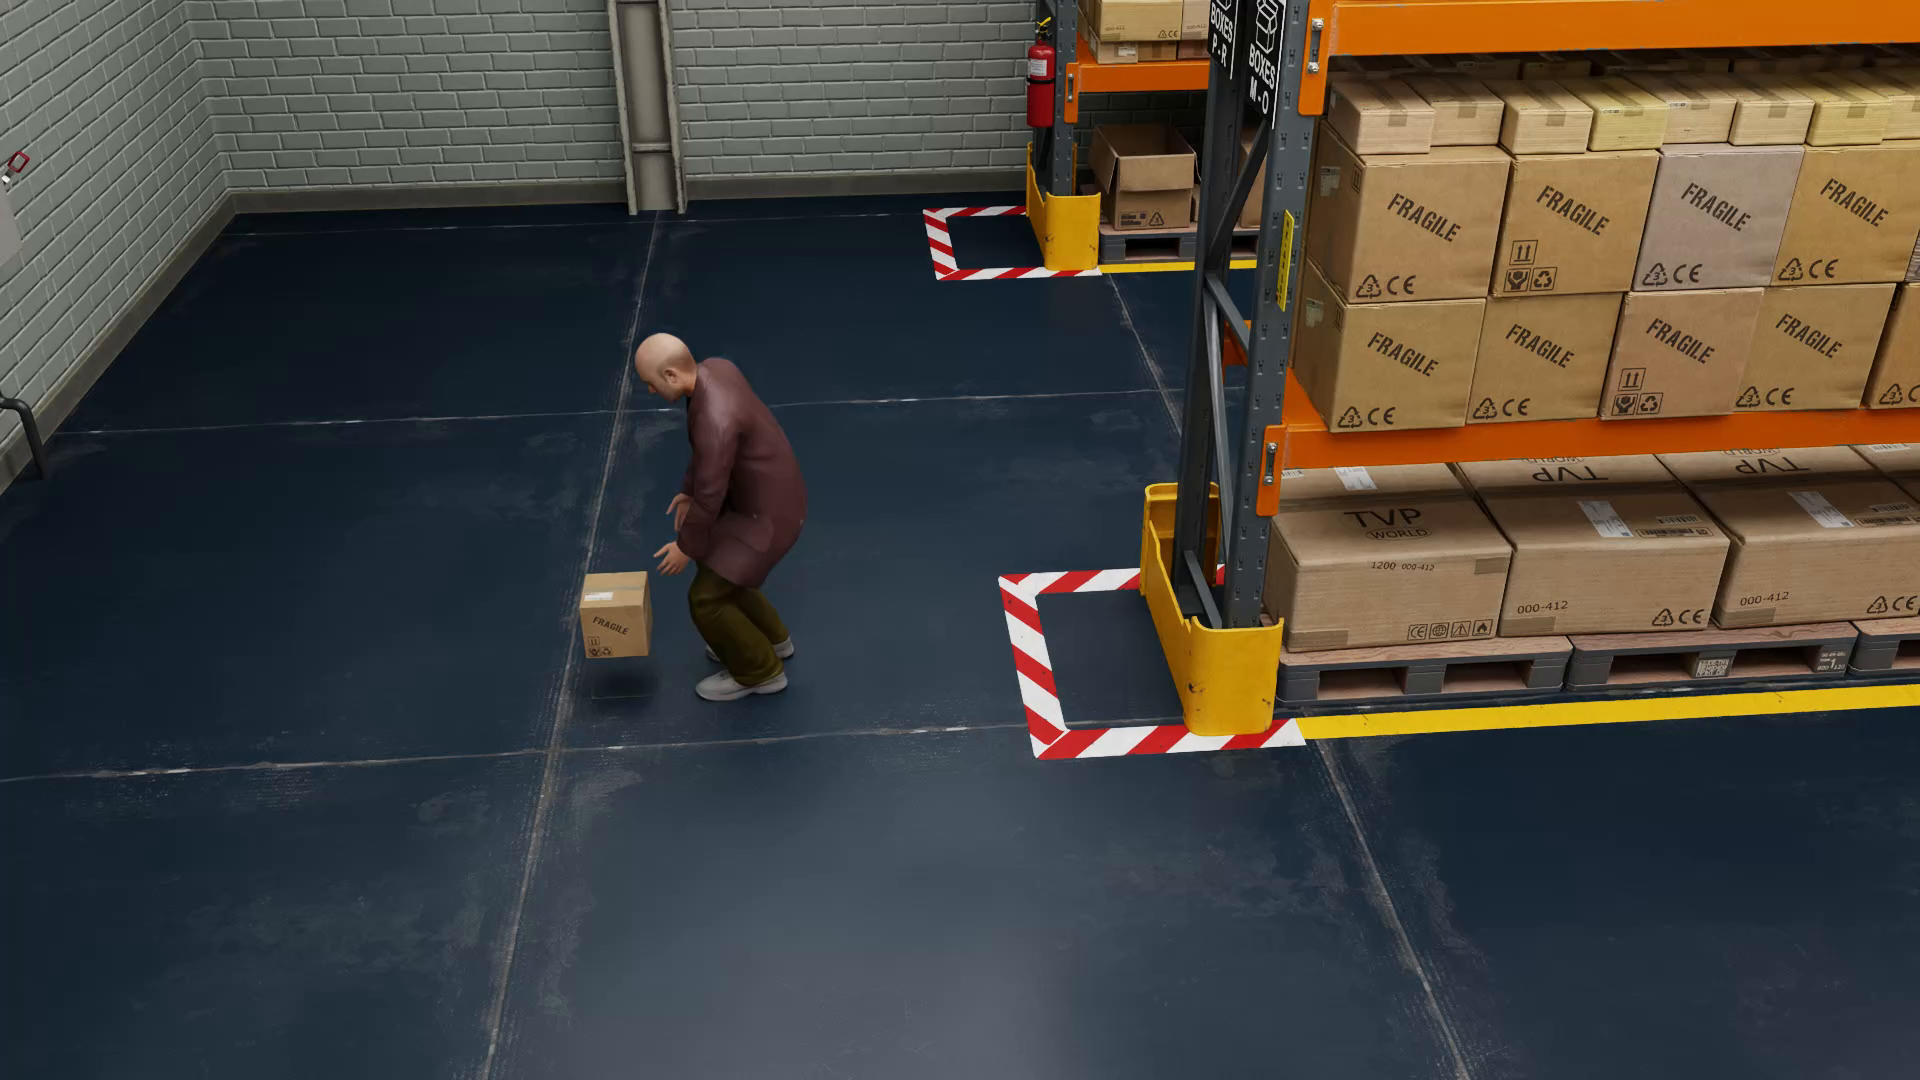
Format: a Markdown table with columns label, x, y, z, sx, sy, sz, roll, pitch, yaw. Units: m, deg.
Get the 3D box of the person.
| label | x | y | z | sx | sy | sz | roll | pitch | yaw |
| --- | --- | --- | --- | --- | --- | --- | --- | --- | --- |
| person | -0.899 | -0.096 | 6.525 | 0.612 | 1.564 | 0.625 | -2 | 31 | -4 |
